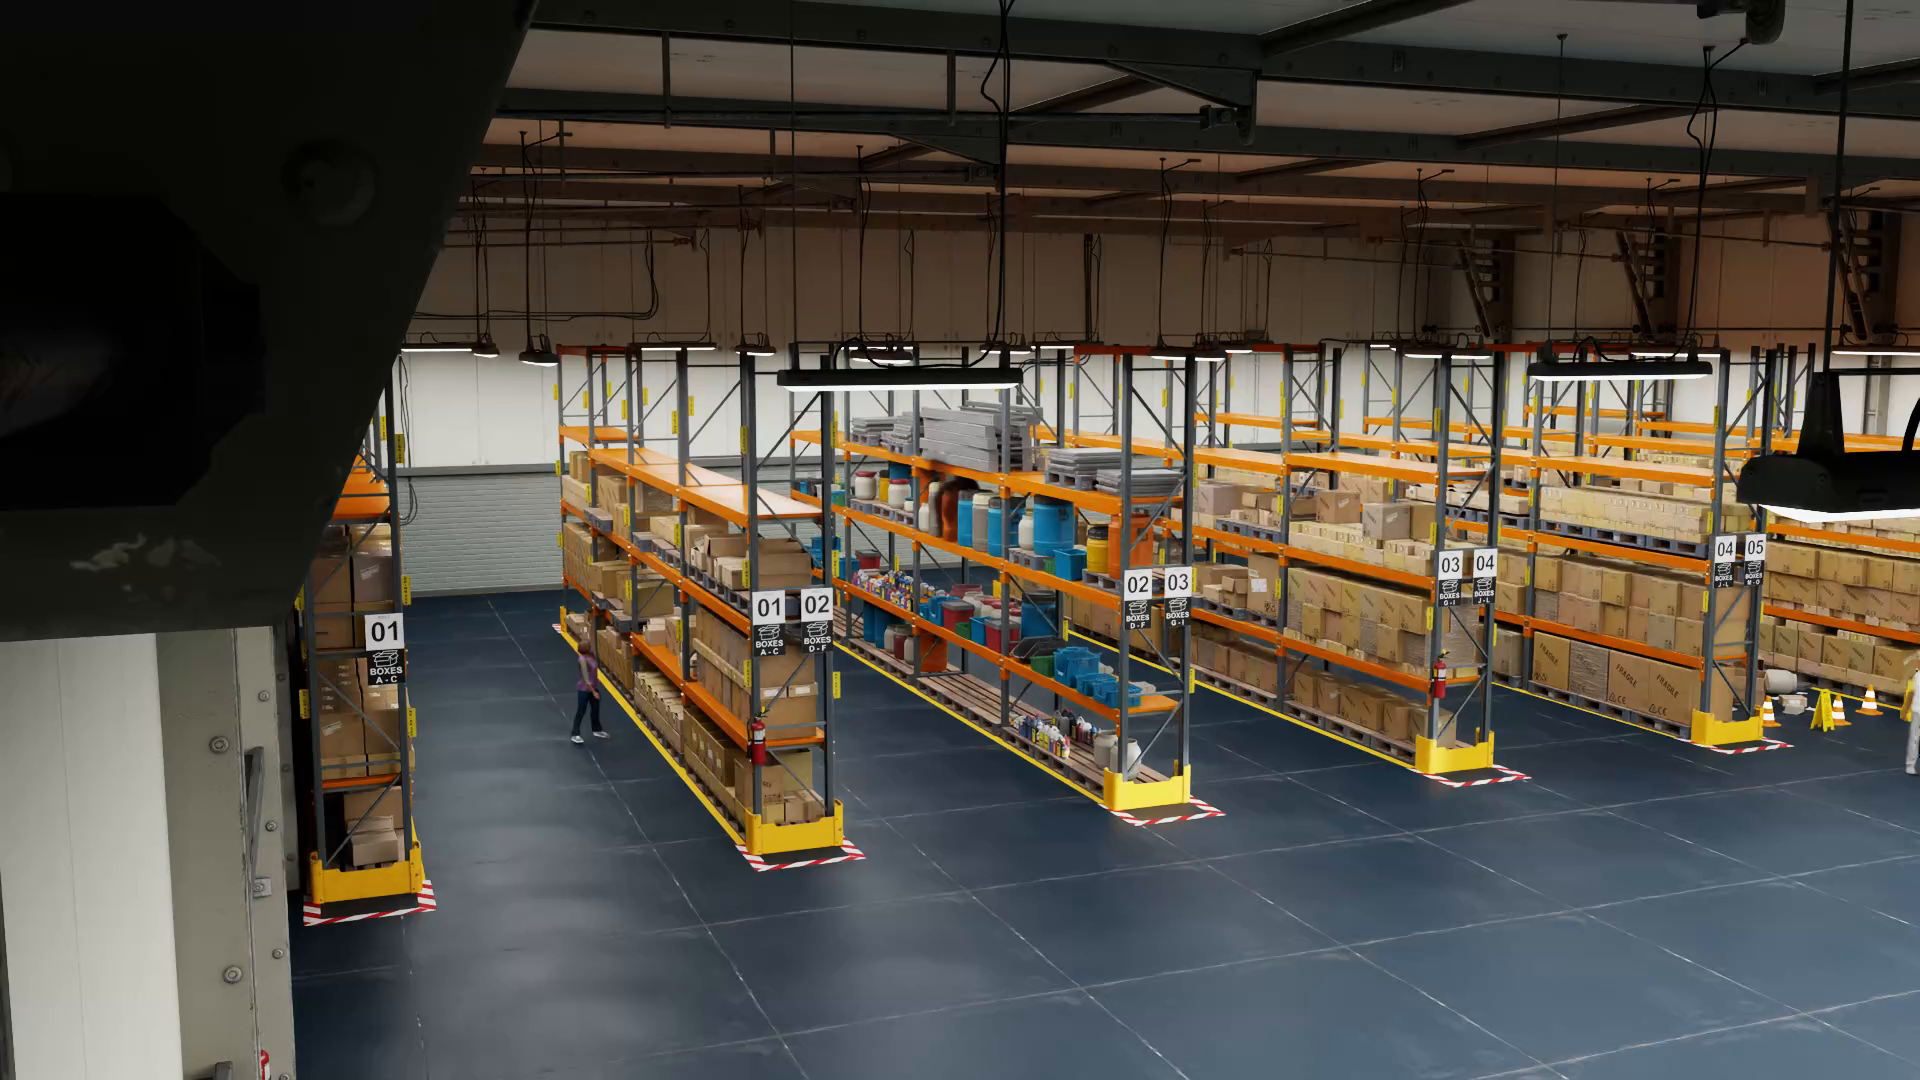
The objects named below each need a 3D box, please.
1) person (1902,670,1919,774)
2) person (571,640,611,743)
[{"bbox_3d":[13.746,2.454,23.643,0.629,1.763,0.486,6,9,37],"label":"person"},{"bbox_3d":[-5.715,2.320,25.617,0.517,1.601,0.581,1,7,9],"label":"person"}]
